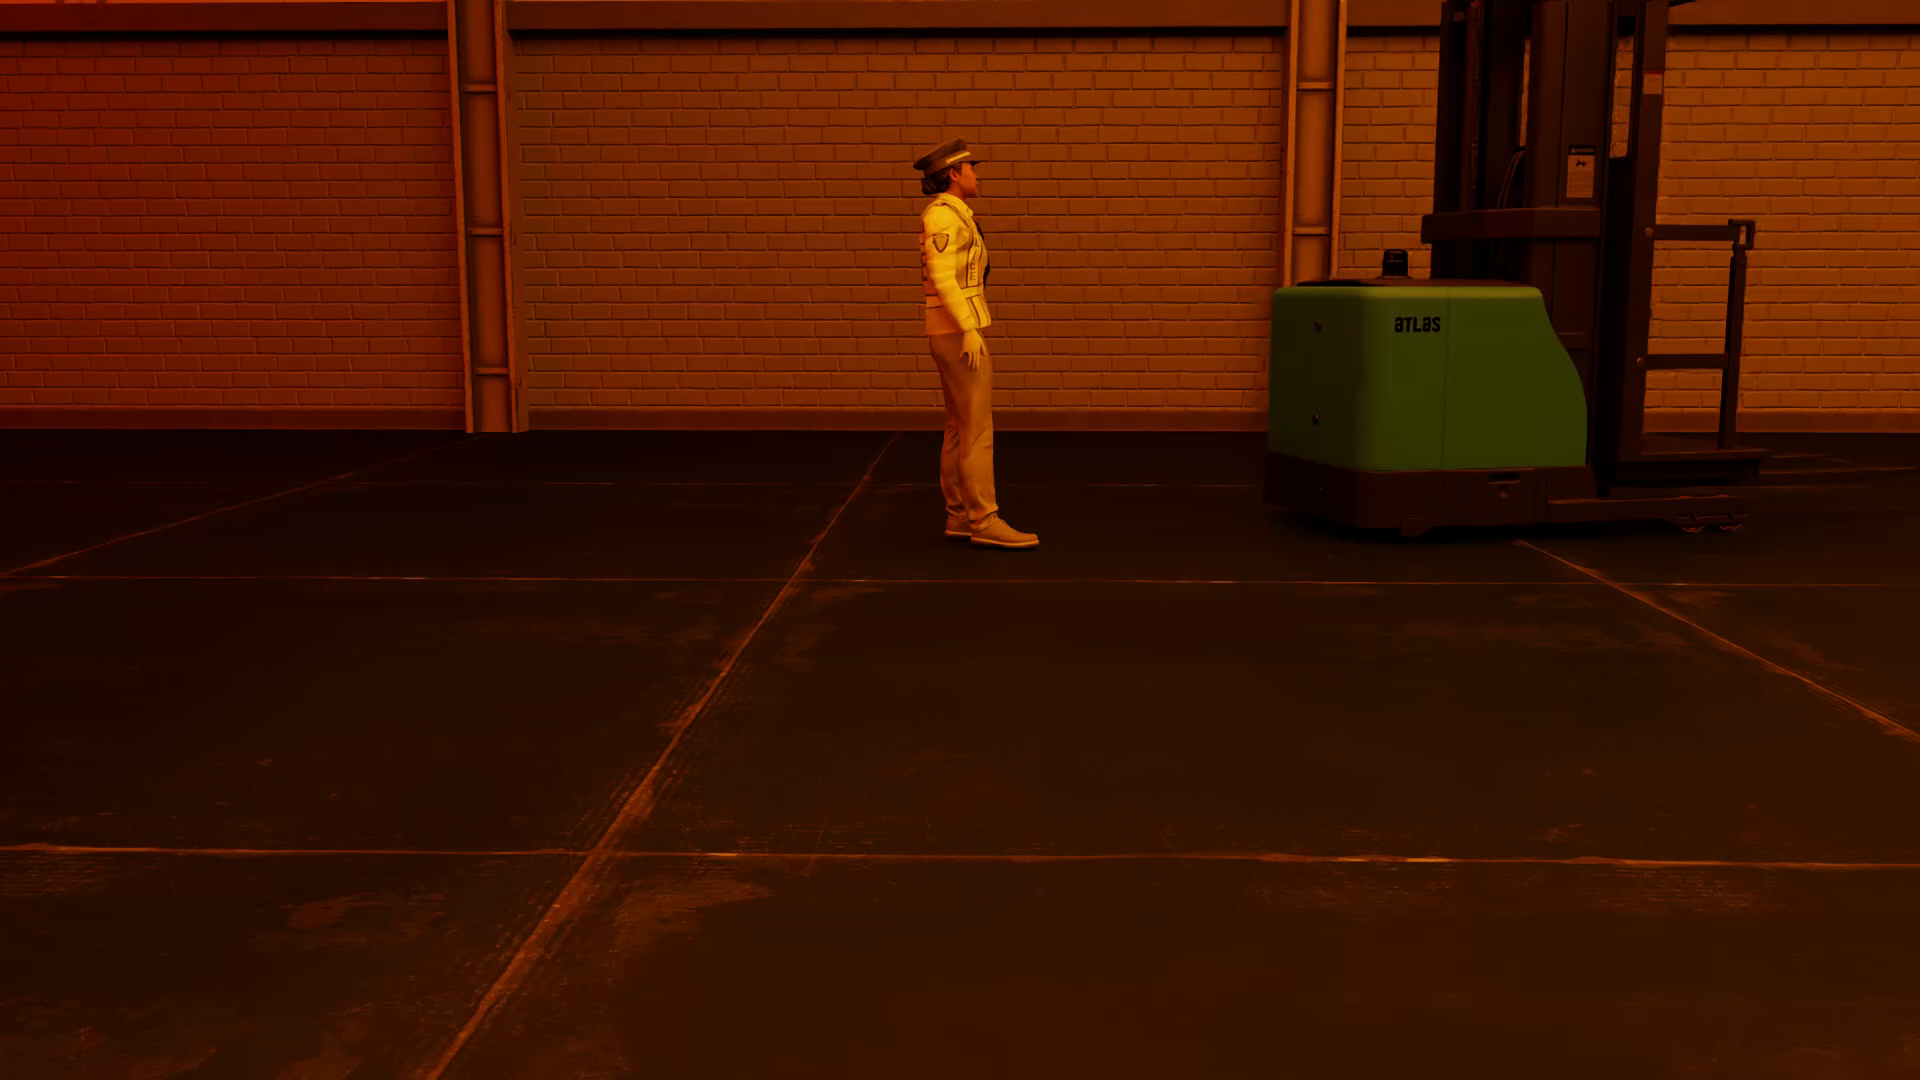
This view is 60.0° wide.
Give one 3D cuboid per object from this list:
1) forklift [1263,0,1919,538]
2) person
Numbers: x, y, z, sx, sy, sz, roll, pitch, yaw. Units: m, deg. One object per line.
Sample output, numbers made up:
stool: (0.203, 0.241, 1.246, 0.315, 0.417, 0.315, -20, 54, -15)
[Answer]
forklift: (3.007, -1.554, 7.595, 3.031, 2.935, 1.130, -2, 9, -14)
person: (0.068, -0.843, 6.989, 0.531, 1.694, 0.586, 0, 9, 1)
